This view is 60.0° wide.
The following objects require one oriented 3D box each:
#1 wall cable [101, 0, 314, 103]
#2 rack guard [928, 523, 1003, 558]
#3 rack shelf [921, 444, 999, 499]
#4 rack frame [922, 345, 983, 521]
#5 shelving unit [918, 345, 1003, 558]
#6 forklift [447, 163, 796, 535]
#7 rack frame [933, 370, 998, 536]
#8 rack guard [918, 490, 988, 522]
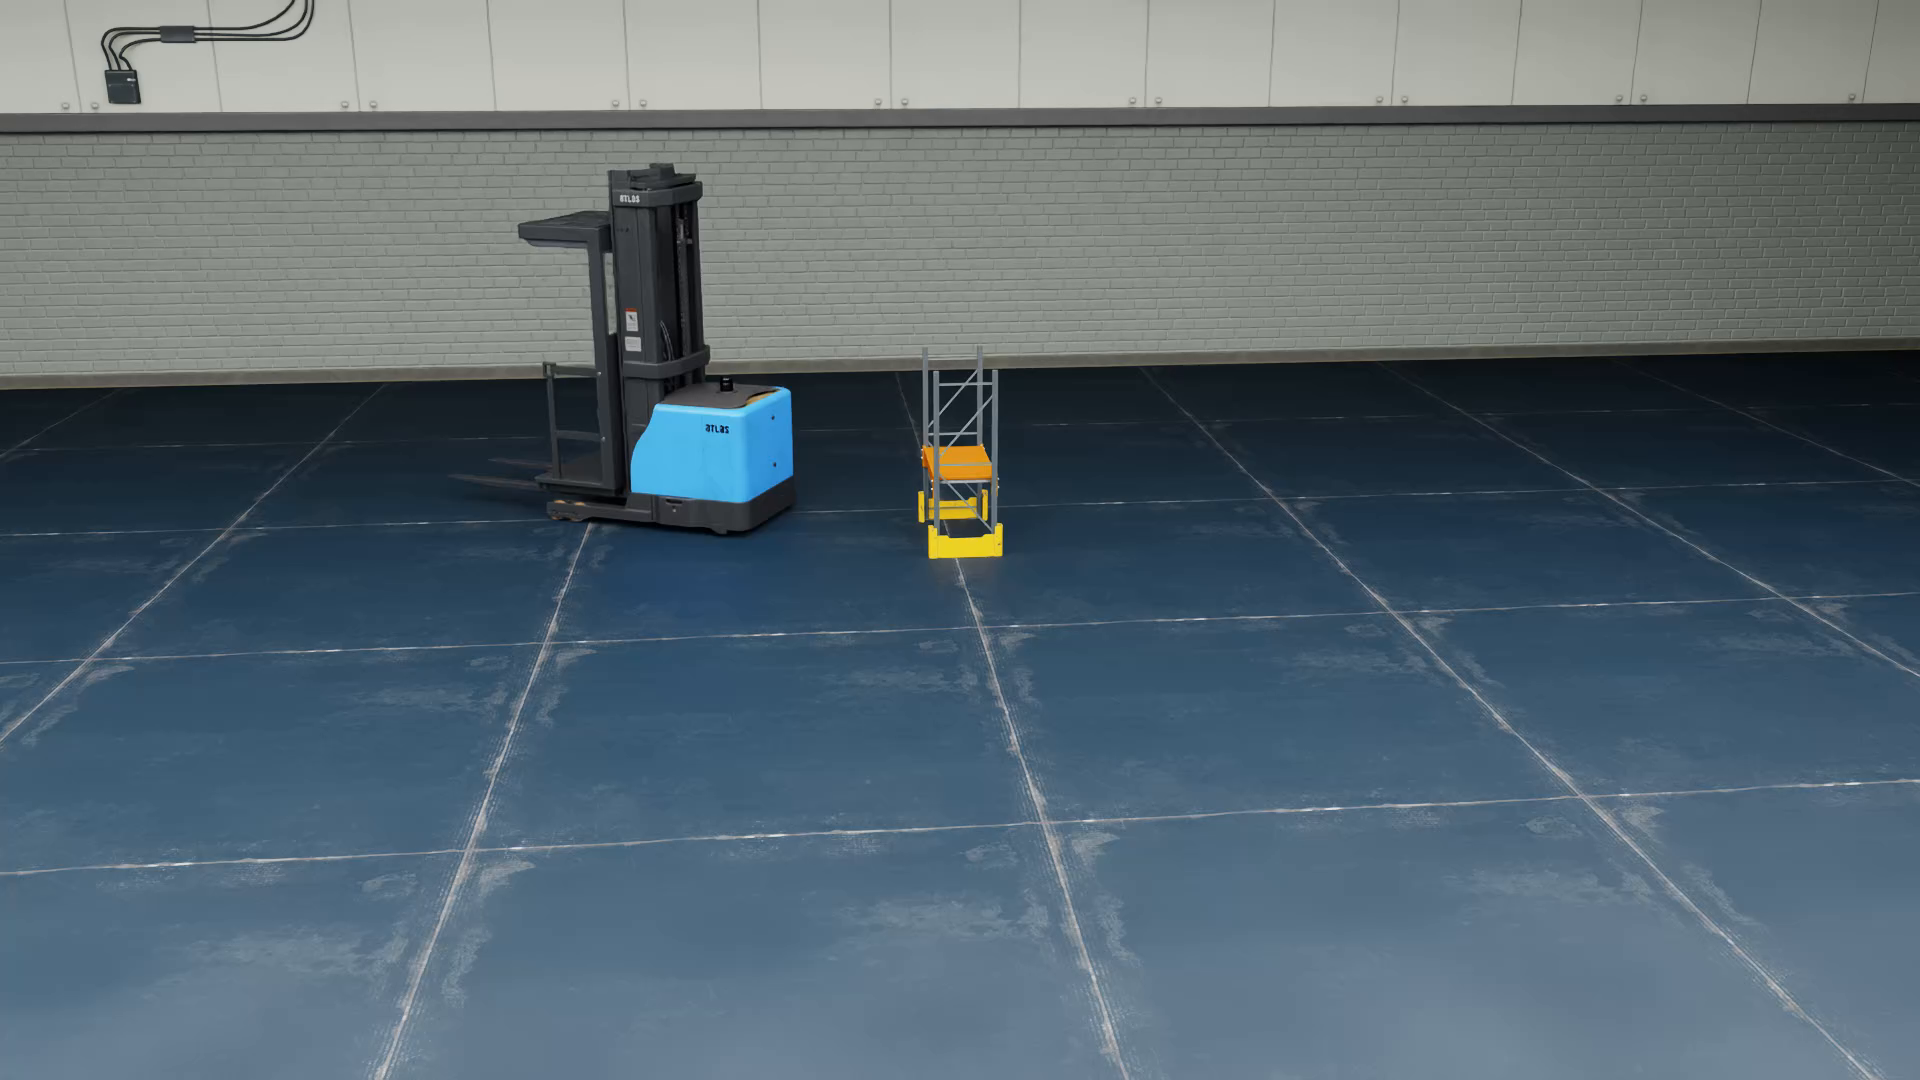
[{"bbox_3d":[-8.248,-7.729,17.596,2.305,6.003,0.169,-2,18,-6],"label":"wall cable"},{"bbox_3d":[0.043,0.006,13.239,0.587,0.250,0.087,-2,18,-6],"label":"rack guard"},{"bbox_3d":[-0.009,-0.569,13.587,0.538,0.185,1.000,-2,18,-6],"label":"rack shelf"},{"bbox_3d":[-0.061,-0.892,14.016,0.500,1.500,0.032,-2,18,-6],"label":"rack frame"},{"bbox_3d":[-0.008,-0.738,13.525,0.587,1.500,1.083,-2,18,-6],"label":"shelving unit"},{"bbox_3d":[-3.007,-1.693,14.177,3.031,2.935,1.130,6,18,18],"label":"forklift"},{"bbox_3d":[0.044,-0.590,13.051,0.500,1.500,0.032,-2,18,-6],"label":"rack frame"},{"bbox_3d":[-0.059,-0.290,14.185,0.587,0.250,0.087,-2,18,-6],"label":"rack guard"}]
